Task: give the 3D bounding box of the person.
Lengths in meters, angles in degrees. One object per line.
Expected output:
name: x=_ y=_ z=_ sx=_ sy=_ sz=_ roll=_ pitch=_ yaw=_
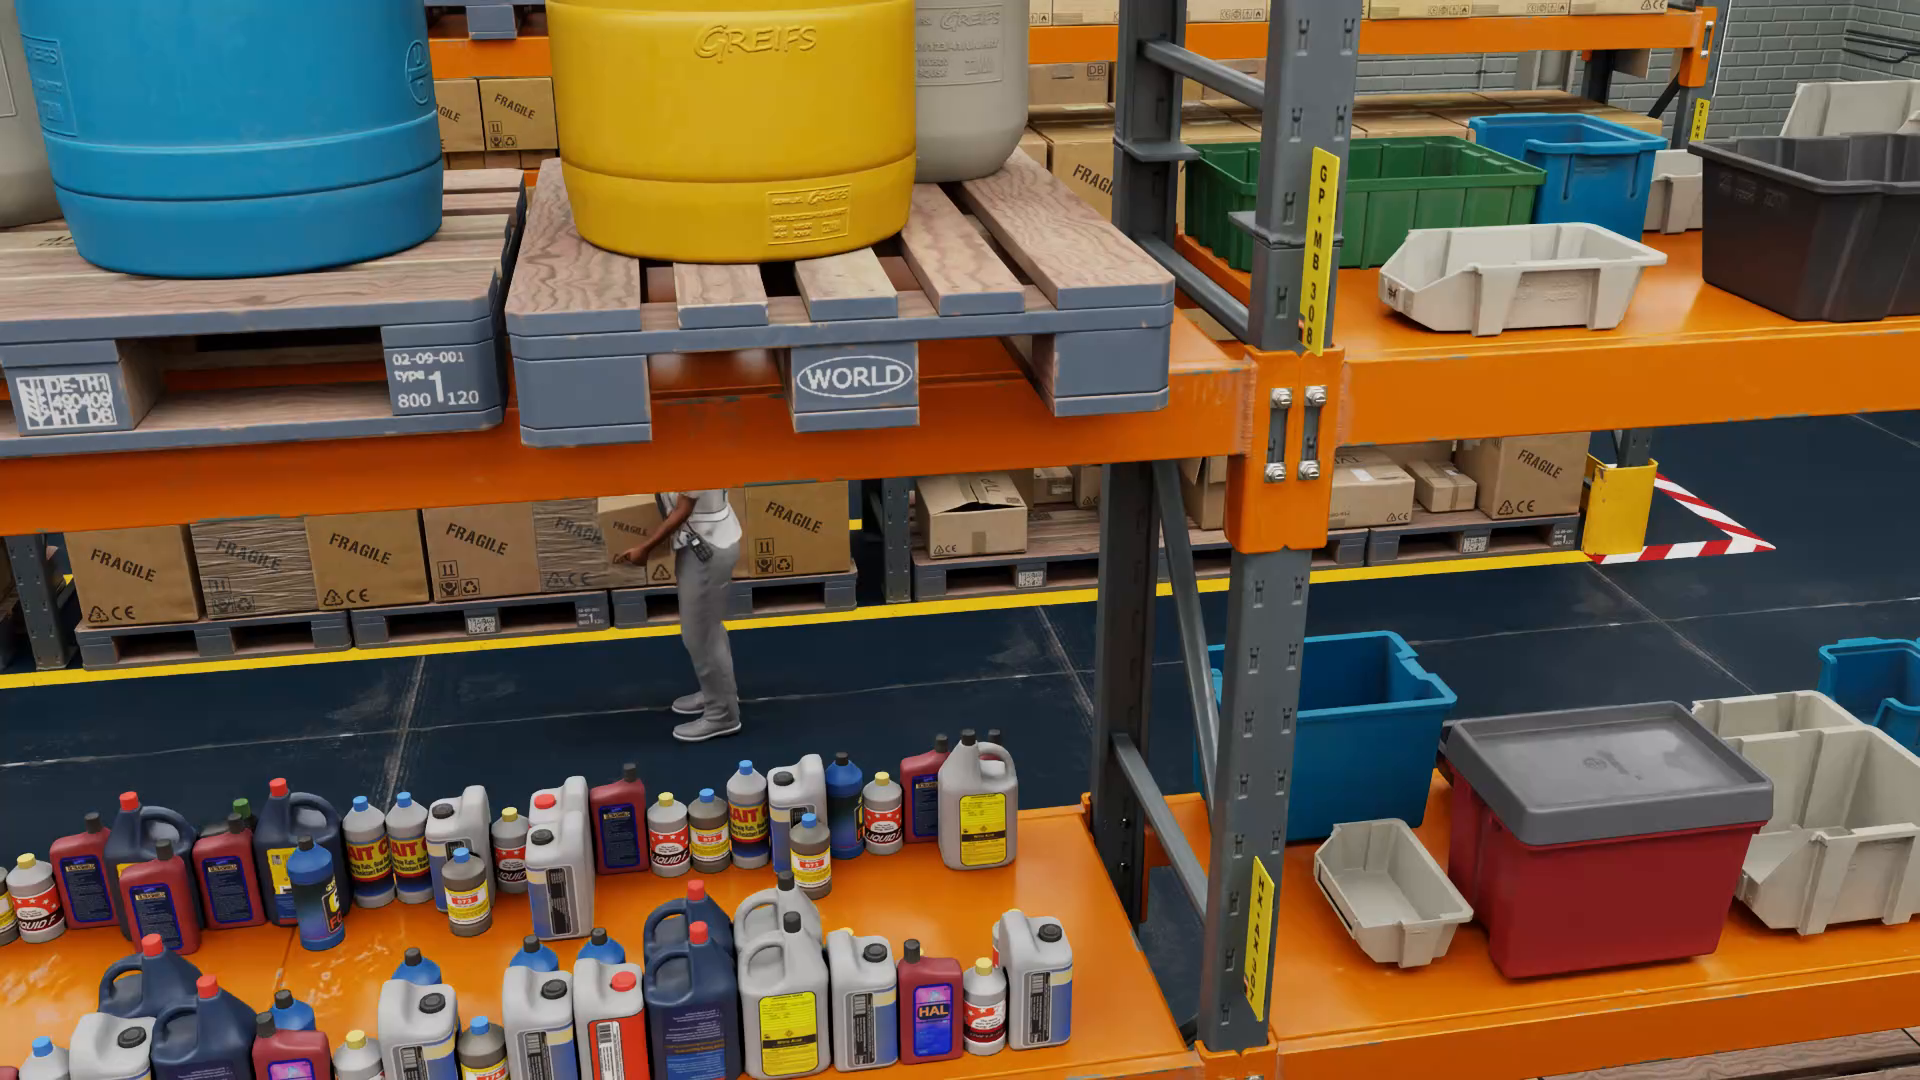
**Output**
person: x=-1.176 y=0.034 z=6.993 sx=0.519 sy=1.692 sz=0.435 roll=-4 pitch=24 yaw=-10
